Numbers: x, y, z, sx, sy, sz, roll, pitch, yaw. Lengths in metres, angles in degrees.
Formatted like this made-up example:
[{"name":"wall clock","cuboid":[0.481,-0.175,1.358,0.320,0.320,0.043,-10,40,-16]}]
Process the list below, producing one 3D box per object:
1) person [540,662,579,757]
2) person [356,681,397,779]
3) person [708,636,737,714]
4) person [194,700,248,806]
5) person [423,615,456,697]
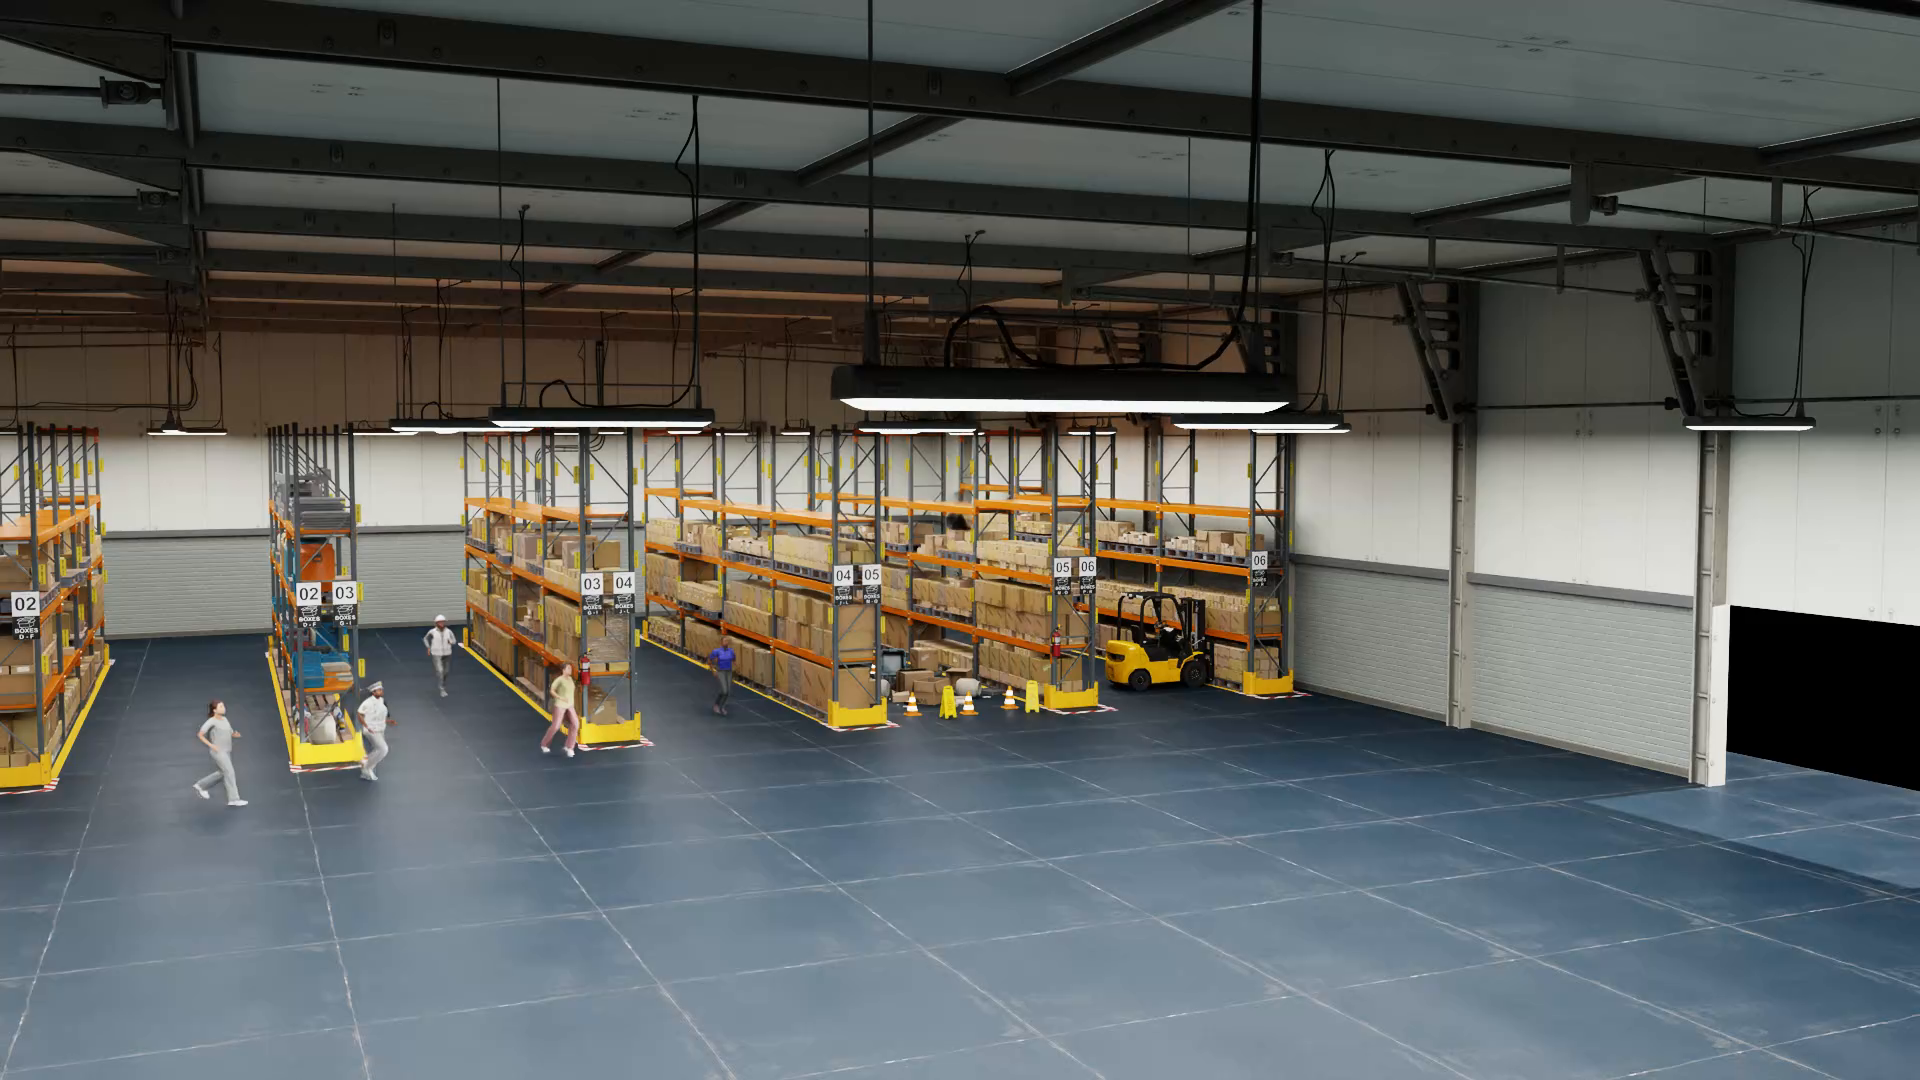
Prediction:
[{"name":"person","cuboid":[-7.187,3.057,30.172,0.761,1.688,0.647,2,4,34]},{"name":"person","cuboid":[-9.777,3.194,27.852,0.638,1.662,0.540,1,4,12]},{"name":"person","cuboid":[-4.866,2.847,34.422,0.565,1.541,0.582,-3,4,-36]},{"name":"person","cuboid":[-11.525,3.304,25.858,0.918,1.645,0.575,0,4,7]},{"name":"person","cuboid":[-11.537,2.552,36.984,0.653,1.760,0.968,-2,4,-35]}]
